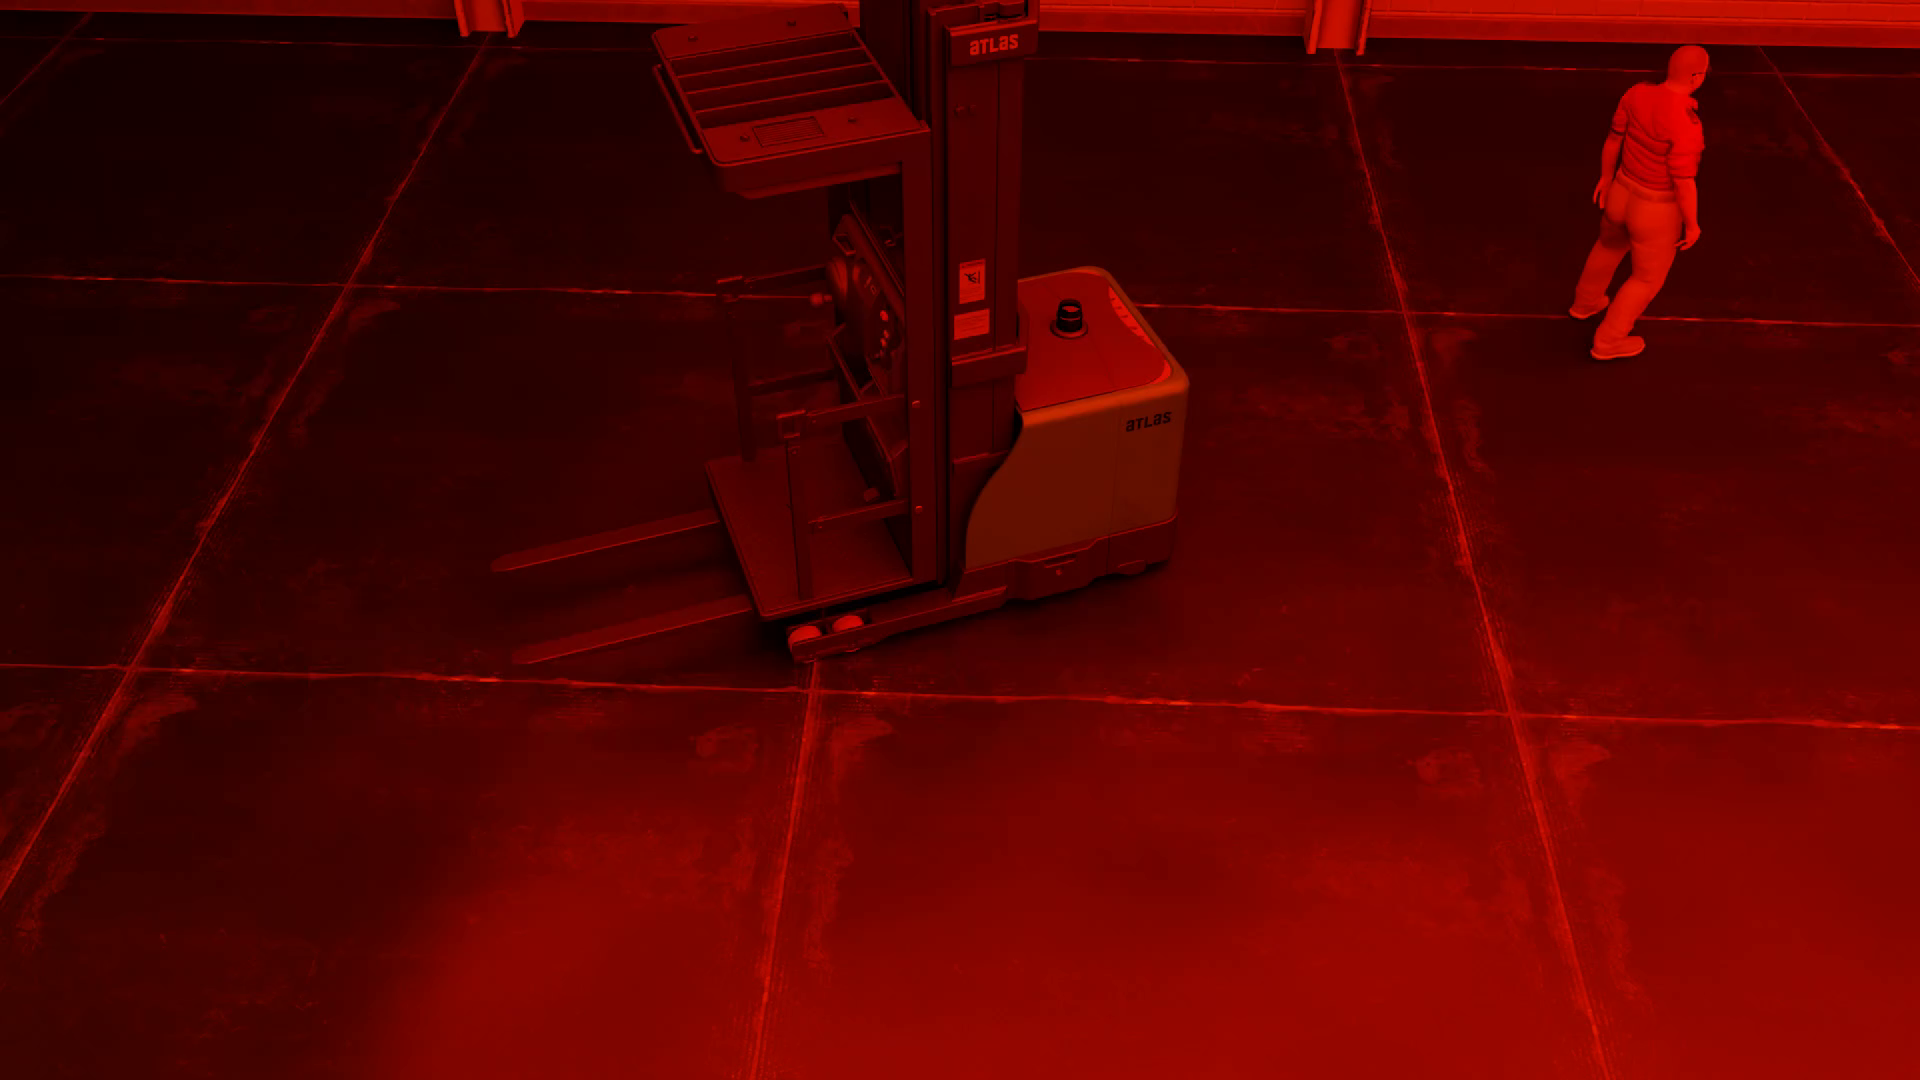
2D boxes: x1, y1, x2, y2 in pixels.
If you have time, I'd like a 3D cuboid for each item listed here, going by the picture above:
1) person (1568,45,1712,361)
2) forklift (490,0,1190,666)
[{"bbox_3d":[3.567,-1.749,8.570,0.469,1.745,0.677,-17,45,-18],"label":"person"},{"bbox_3d":[-0.573,-0.945,6.778,3.031,2.935,1.130,-13,44,-14],"label":"forklift"}]
